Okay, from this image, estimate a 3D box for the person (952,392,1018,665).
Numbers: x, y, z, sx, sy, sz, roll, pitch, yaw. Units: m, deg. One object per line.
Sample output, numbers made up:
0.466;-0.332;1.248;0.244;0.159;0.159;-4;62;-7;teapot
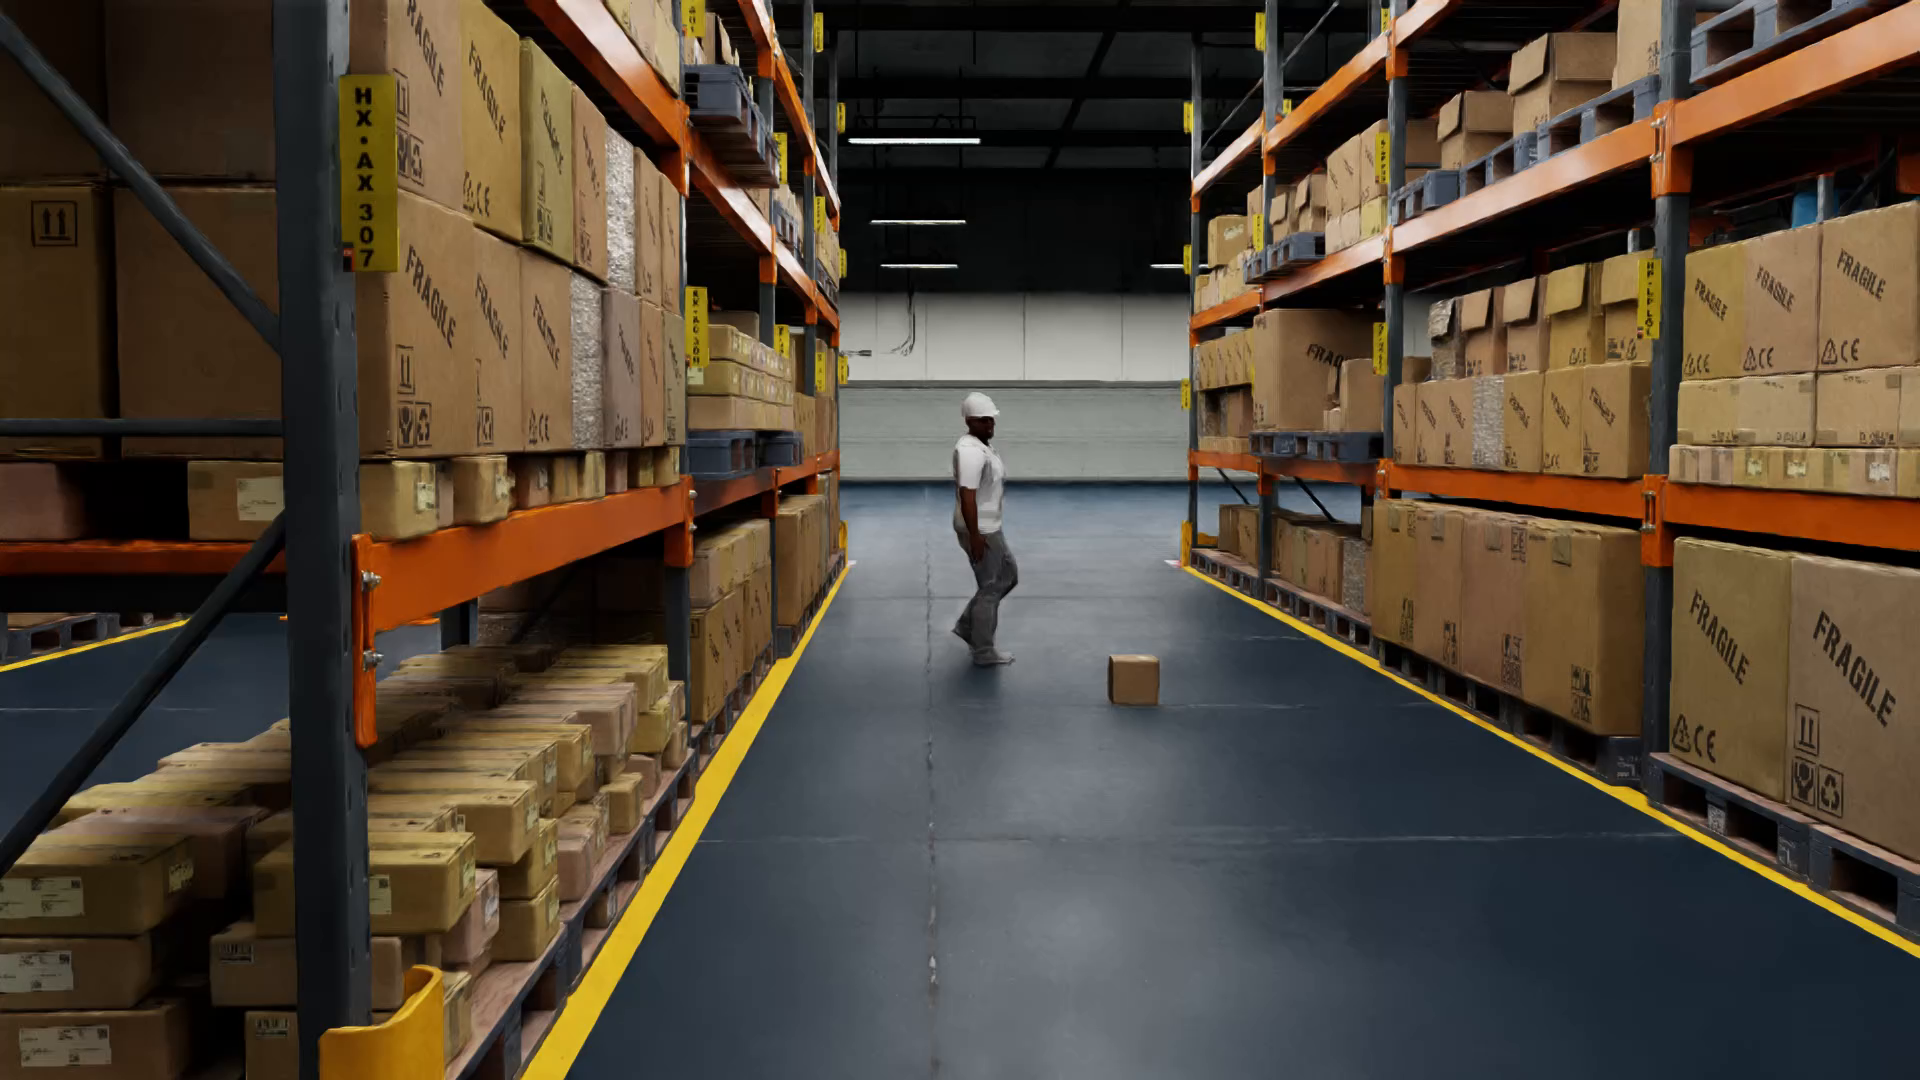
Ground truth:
0.165;-0.066;10.685;0.434;1.753;0.700;0;4;-1;person
